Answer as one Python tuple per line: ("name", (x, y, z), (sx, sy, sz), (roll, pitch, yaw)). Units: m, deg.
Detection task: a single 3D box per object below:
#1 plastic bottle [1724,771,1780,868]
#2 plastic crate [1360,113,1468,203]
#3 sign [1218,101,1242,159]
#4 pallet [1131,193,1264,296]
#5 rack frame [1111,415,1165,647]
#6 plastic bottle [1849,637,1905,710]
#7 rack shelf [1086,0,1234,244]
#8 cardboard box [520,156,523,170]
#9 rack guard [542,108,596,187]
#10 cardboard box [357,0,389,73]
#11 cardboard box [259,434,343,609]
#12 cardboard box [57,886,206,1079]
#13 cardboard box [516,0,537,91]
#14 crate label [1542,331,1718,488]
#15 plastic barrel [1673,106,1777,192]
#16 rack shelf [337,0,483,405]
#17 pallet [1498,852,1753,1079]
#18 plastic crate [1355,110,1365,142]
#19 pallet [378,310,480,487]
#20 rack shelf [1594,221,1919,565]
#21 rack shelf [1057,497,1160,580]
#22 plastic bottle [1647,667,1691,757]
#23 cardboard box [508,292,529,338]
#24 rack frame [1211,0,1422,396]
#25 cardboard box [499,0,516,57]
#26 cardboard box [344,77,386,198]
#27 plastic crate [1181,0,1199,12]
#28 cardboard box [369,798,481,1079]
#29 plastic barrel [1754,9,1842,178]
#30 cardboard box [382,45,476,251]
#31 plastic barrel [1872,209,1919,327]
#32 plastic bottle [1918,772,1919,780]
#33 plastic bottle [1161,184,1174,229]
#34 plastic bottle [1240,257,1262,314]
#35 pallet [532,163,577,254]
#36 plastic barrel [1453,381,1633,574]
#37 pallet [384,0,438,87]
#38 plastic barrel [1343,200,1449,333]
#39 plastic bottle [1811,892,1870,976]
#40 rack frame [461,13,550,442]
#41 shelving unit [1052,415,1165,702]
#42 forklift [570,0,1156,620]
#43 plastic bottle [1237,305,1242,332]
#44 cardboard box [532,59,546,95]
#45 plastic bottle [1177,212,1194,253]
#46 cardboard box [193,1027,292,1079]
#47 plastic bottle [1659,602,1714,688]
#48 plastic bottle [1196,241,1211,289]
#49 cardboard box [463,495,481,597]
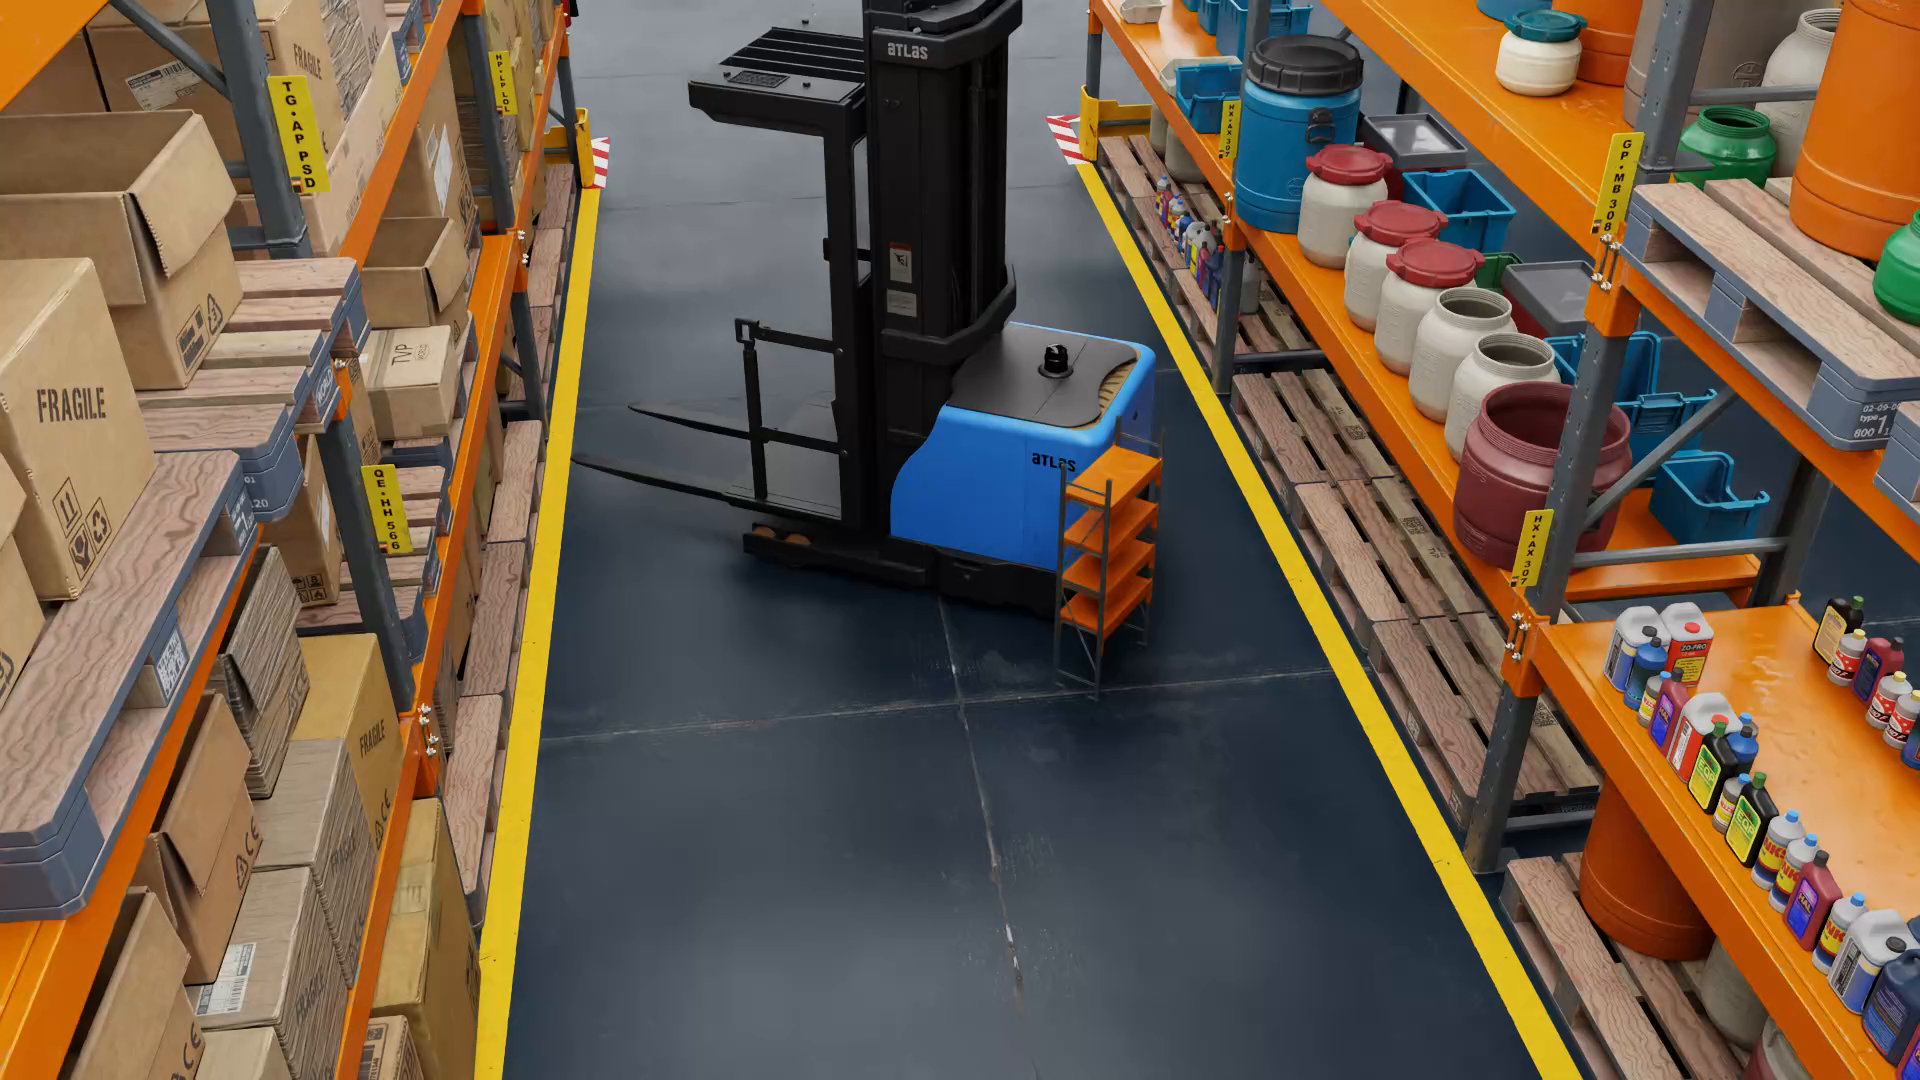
("plastic bottle", (2.374, 0.833, 4.968), (0.061, 0.283, 0.133), (-4, 35, -6))
("plastic crate", (2.400, -1.958, 8.903), (0.402, 0.464, 0.583), (-4, 35, -6))
("sign", (1.485, -2.258, 9.153), (0.100, 0.325, 0.005), (-4, 35, -6))
("pallet", (1.816, -2.087, 11.624), (1.003, 0.211, 1.213), (-4, 35, -6))
("rack frame", (0.801, -0.022, 7.717), (0.240, 1.200, 0.015), (20, 39, 27))
("plastic bottle", (3.078, 0.424, 5.568), (0.061, 0.283, 0.133), (-4, 35, -6))
("rack shelf", (1.763, -2.997, 11.124), (1.077, 0.370, 4.000), (-4, 35, -6))
("cardboard box", (-2.689, -2.120, 9.421), (0.380, 0.149, 0.250), (-4, 35, -6))
("rack guard", (-3.404, -2.960, 12.650), (1.175, 0.500, 0.348), (-4, 35, -6))
("cardboard box", (-2.286, -1.904, 5.684), (0.500, 0.500, 0.500), (-5, 35, -8))
("cardboard box", (-2.450, -0.085, 5.749), (0.500, 0.500, 0.500), (-9, 35, -12))
("cardboard box", (-2.074, 1.120, 3.464), (0.797, 0.503, 0.637), (-3, 34, -5))
("cardboard box", (-3.101, -3.059, 10.222), (0.875, 0.500, 0.500), (-4, 35, -6))
("crate label", (2.704, -0.536, 6.842), (0.502, 0.435, 0.616), (-4, 35, -6))
("plastic barrel", (2.486, -1.256, 5.403), (0.294, 0.245, 0.294), (0, 34, 0))
("rack shelf", (-2.607, -1.630, 6.453), (1.077, 0.370, 4.000), (-4, 35, -6))
("pallet", (2.717, 1.643, 6.152), (1.003, 0.211, 1.213), (-4, 35, -6))
("plastic crate", (2.088, -2.455, 9.744), (0.767, 0.338, 0.504), (-4, 35, -6))
("pallet", (-2.645, -0.594, 7.128), (1.003, 0.211, 1.213), (-4, 35, -6))
("rack shelf", (2.839, 0.227, 3.728), (1.077, 0.370, 4.000), (-4, 35, -6))
("rack shelf", (0.668, -0.036, 7.459), (0.258, 0.148, 0.480), (20, 39, 27))
("plastic bottle", (2.307, 0.555, 5.376), (0.061, 0.283, 0.133), (-4, 35, -6))
("cardboard box", (-2.975, -1.489, 10.119), (0.500, 0.500, 0.500), (6, 35, 9))
("rack frame", (2.032, -2.179, 9.283), (1.000, 3.000, 0.127), (-4, 35, -6))
("cardboard box", (-2.753, -2.930, 9.145), (0.500, 0.500, 0.500), (-4, 35, -6))
("cardboard box", (-2.218, -1.317, 5.489), (0.500, 0.250, 0.500), (-4, 34, -5))
("plastic crate", (1.858, -4.093, 12.224), (0.499, 0.251, 0.616), (-4, 35, -6))
("cardboard box", (-2.266, 1.520, 5.370), (1.225, 0.875, 0.875), (-6, 35, -9))
("plastic barrel", (2.832, -1.429, 5.420), (0.421, 0.512, 0.421), (0, 34, 0))
("cardboard box", (-2.908, -1.771, 7.780), (1.000, 1.000, 1.000), (-4, 34, -6))
("plastic barrel", (2.485, -0.687, 4.196), (0.294, 0.245, 0.294), (0, 34, 0))
("plastic bottle", (3.115, 0.686, 5.255), (0.097, 0.201, 0.097), (0, 34, 0))
("plastic bottle", (1.441, -2.307, 11.493), (0.061, 0.283, 0.133), (-4, 34, -6))
("plastic bottle", (1.803, -1.614, 10.417), (0.144, 0.351, 0.185), (-4, 35, -6))
("pallet", (-3.329, -2.385, 12.062), (1.003, 0.211, 1.213), (-4, 35, -6))
("plastic barrel", (2.207, -0.239, 6.316), (0.600, 0.536, 0.708), (-4, 35, -6))
("pallet", (-2.756, -2.034, 6.575), (1.213, 0.211, 1.003), (-4, 35, -6))
("plastic barrel", (2.042, -1.275, 7.837), (0.433, 0.535, 0.433), (0, 34, 0))
("plastic bottle", (2.452, 1.084, 4.610), (0.097, 0.271, 0.097), (0, 34, 0))
("rack frame", (-2.876, -1.804, 8.733), (1.000, 3.000, 0.127), (-4, 35, -6))
("shelving unit", (0.668, 0.093, 7.547), (0.258, 1.200, 0.503), (20, 39, 27))
("forklift", (-0.582, -1.337, 8.110), (3.031, 2.935, 1.130), (12, 36, 17))
("plastic bottle", (1.674, -1.383, 10.210), (0.097, 0.201, 0.097), (0, 34, 0))
("cardboard box", (-2.865, -2.959, 10.652), (0.380, 0.149, 0.250), (-4, 35, -6))
("plastic bottle", (1.516, -2.070, 11.155), (0.097, 0.271, 0.097), (0, 34, 0))
("cardboard box", (-1.824, 1.496, 3.802), (0.500, 0.500, 0.500), (-4, 34, -5))
("plastic bottle", (2.459, 0.359, 5.670), (0.152, 0.276, 0.135), (-4, 35, -6))
("plastic bottle", (1.571, -1.770, 10.706), (0.061, 0.283, 0.133), (-2, 34, -3))
("cardboard box", (-2.694, -0.028, 7.957), (0.700, 0.500, 0.500), (-7, 35, -10))
